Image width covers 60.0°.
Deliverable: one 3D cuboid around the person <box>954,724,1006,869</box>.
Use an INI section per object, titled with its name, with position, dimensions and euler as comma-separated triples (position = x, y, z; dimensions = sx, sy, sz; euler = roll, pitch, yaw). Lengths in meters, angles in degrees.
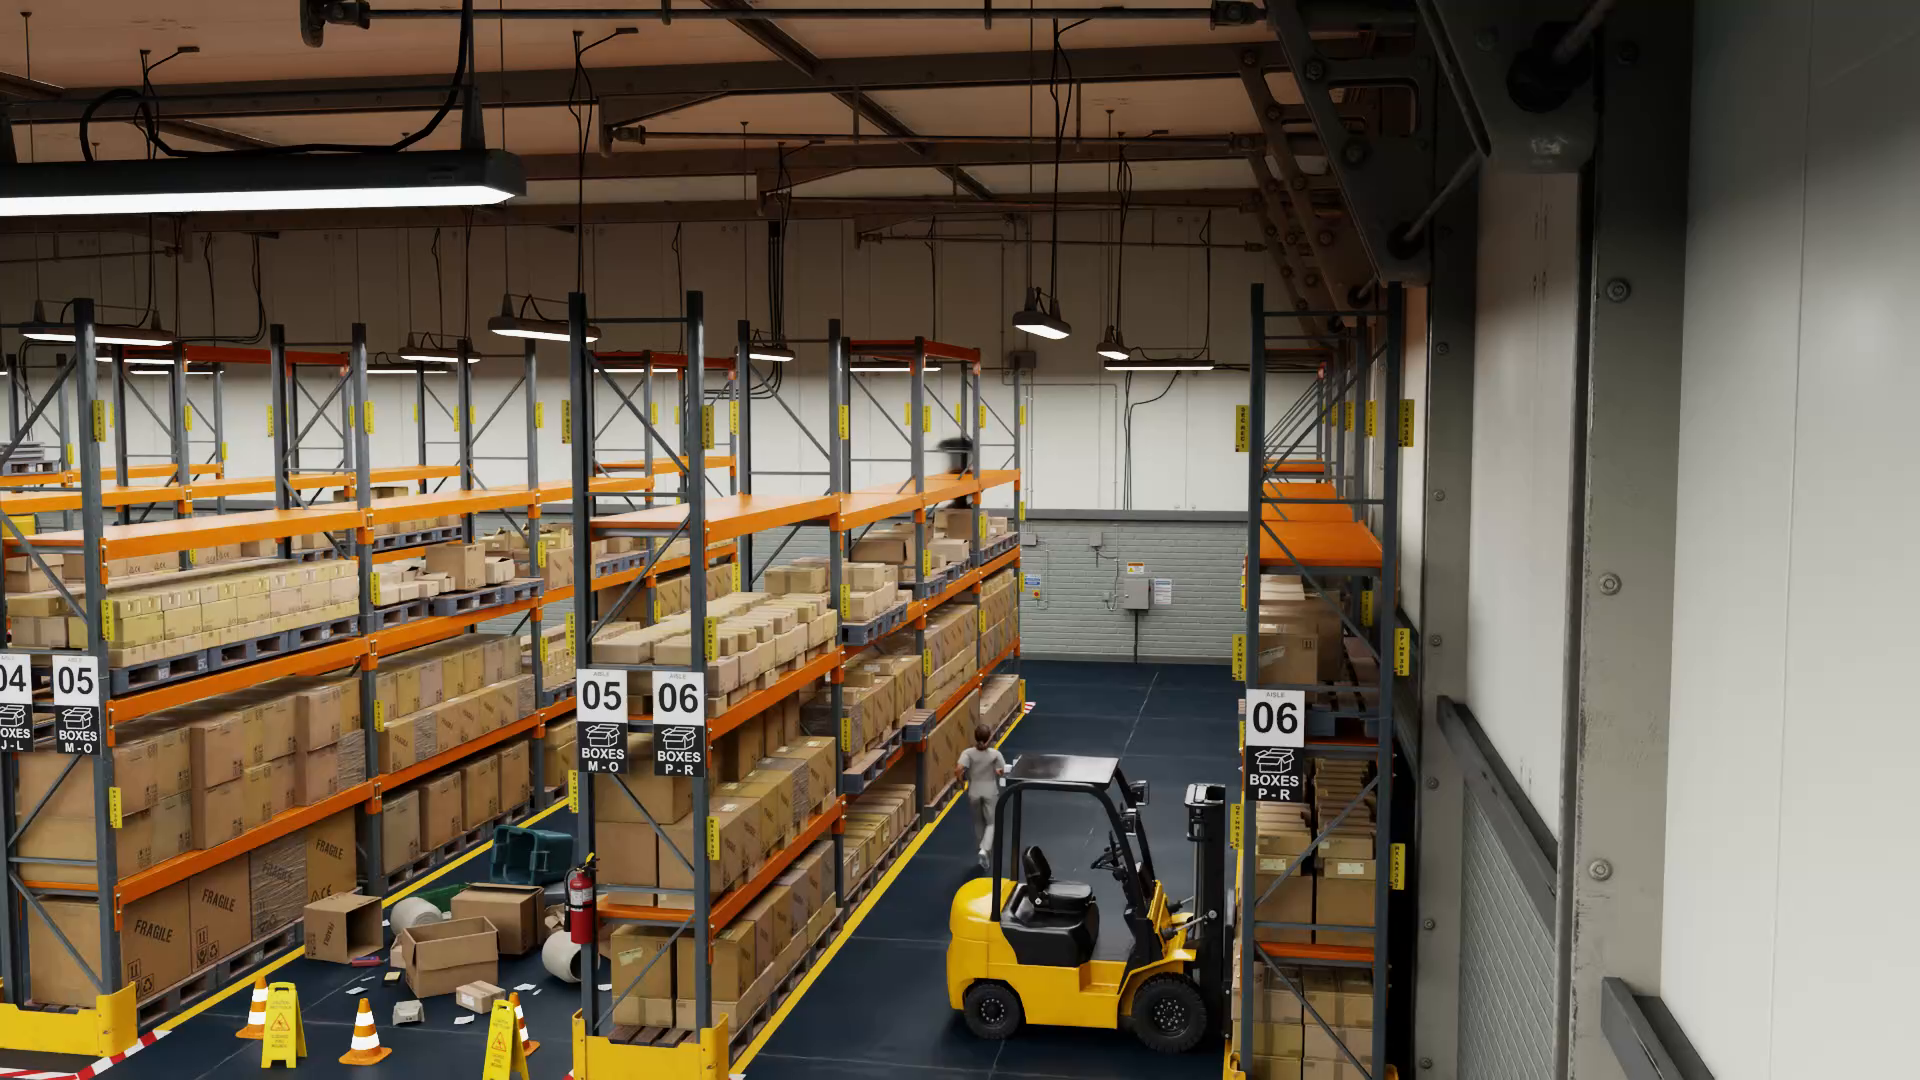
[person]
position = 0.242, 2.850, 18.450
dimensions = 0.574, 1.643, 0.903
euler = 1, 5, 9
